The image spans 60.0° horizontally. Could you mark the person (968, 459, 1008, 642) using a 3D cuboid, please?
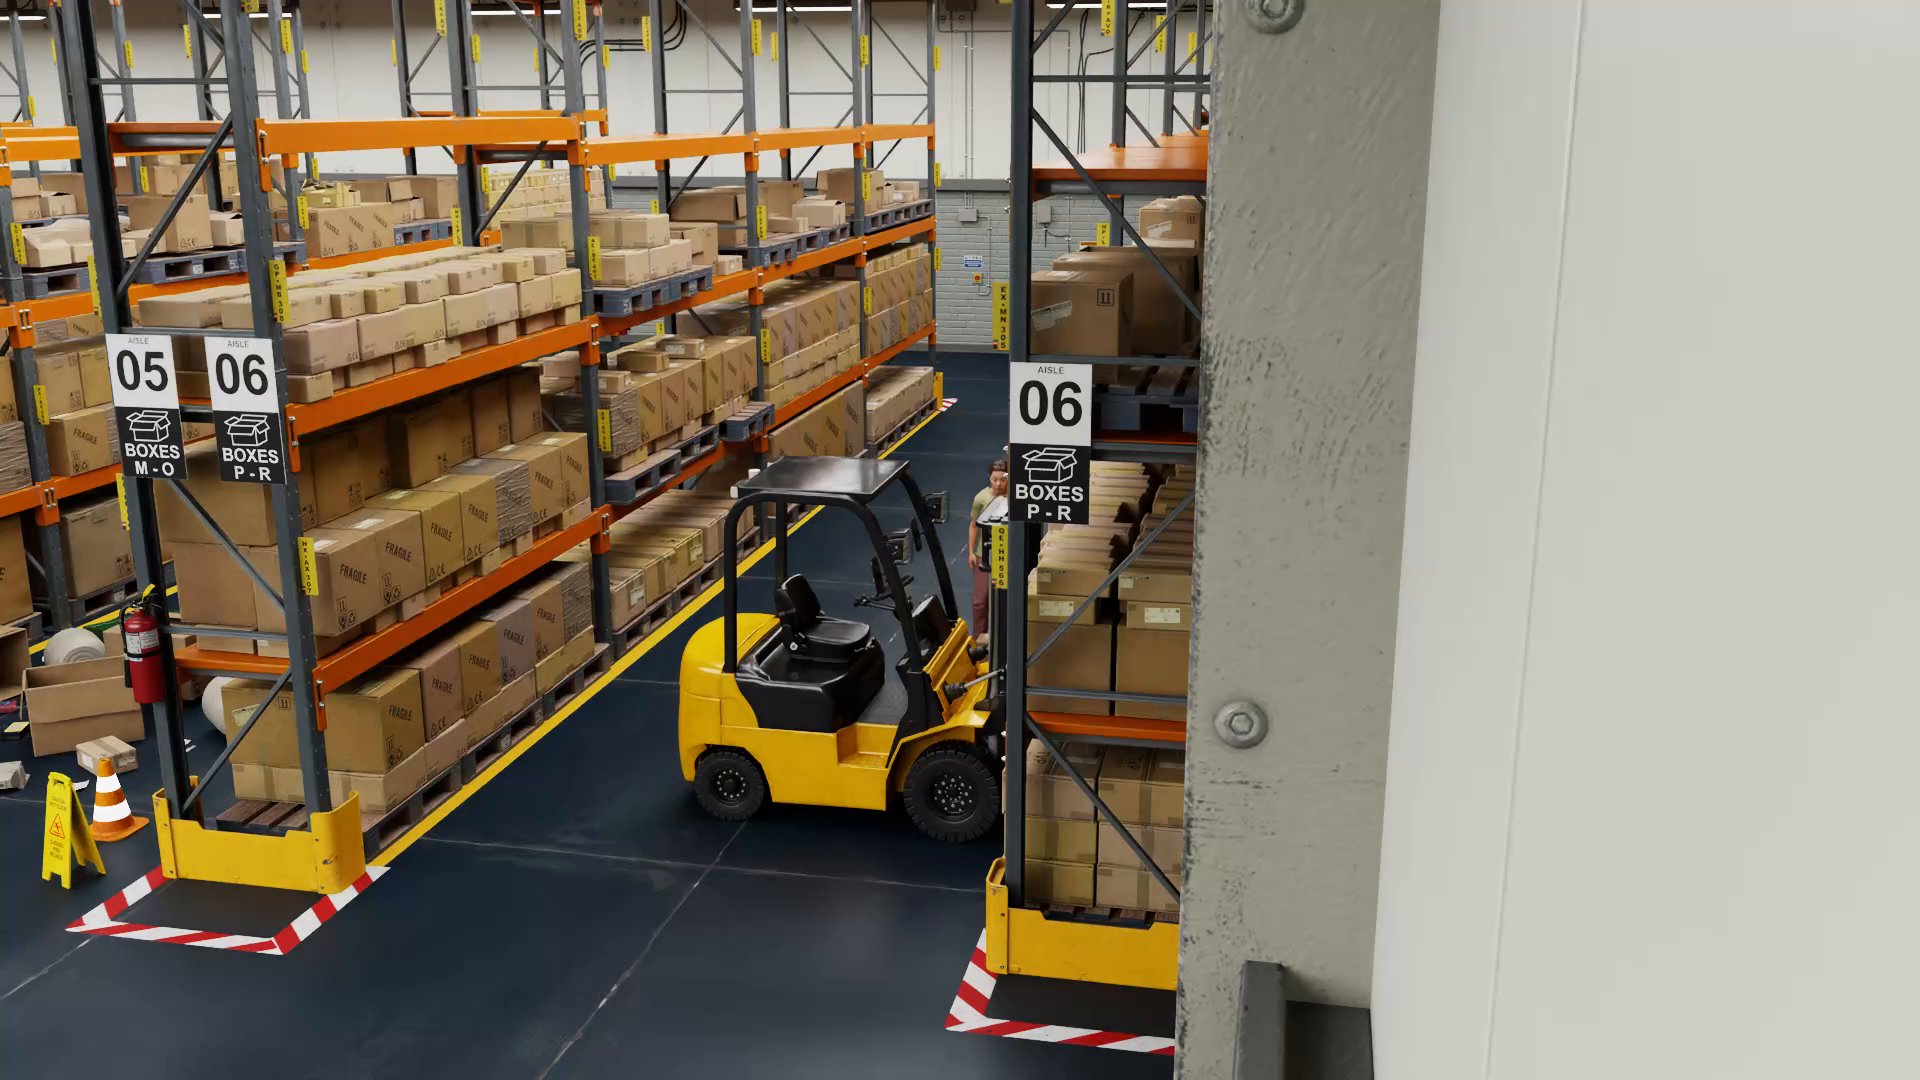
[{"bbox_3d":[0.306,0.159,13.414,0.502,1.671,0.364,2,15,9],"label":"person"}]
